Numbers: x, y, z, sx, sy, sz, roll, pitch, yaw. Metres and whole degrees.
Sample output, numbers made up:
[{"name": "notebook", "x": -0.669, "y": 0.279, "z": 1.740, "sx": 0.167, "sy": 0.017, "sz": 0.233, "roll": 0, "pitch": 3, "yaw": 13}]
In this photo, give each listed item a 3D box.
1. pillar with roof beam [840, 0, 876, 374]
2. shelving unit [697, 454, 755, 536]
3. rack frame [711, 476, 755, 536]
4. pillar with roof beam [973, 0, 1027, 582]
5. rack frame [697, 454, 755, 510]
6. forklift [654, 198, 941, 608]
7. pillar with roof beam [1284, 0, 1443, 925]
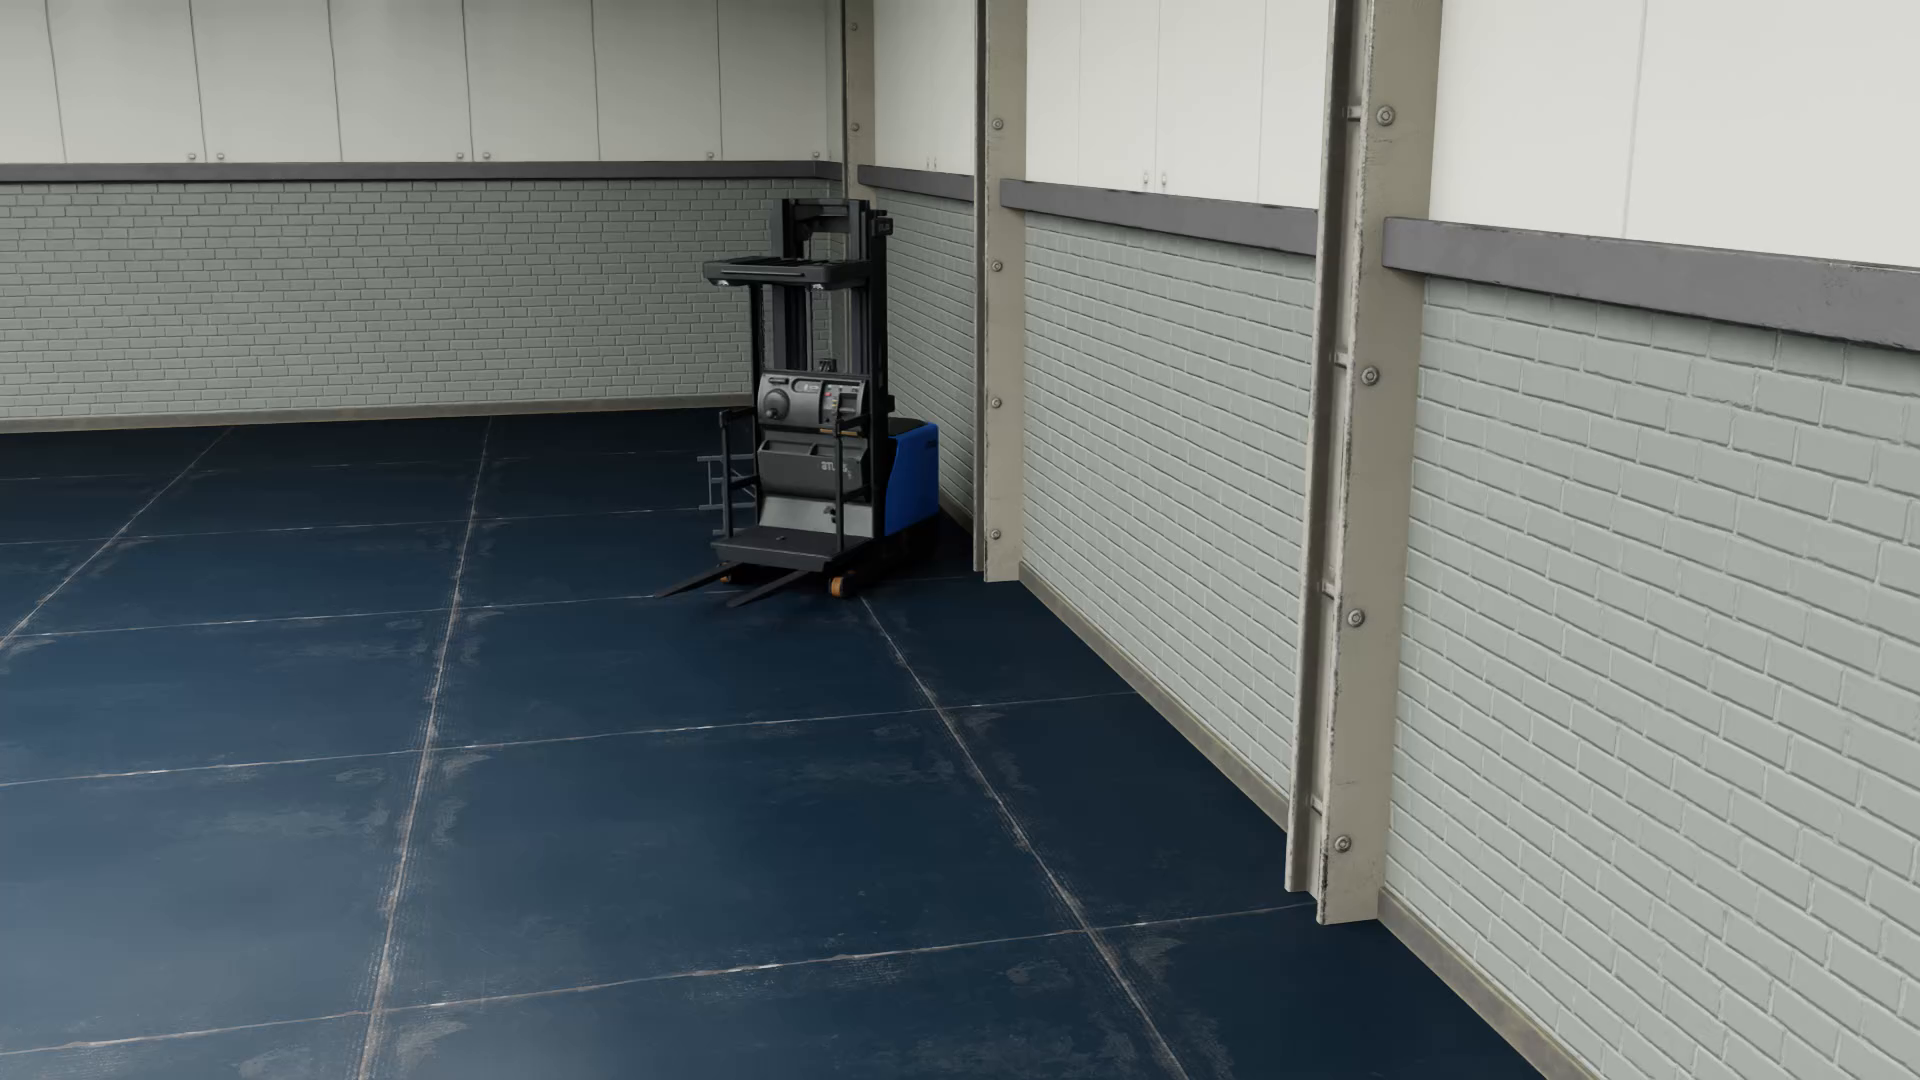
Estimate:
[{"name": "pillar with roof beam", "x": -5.291, "y": -5.239, "z": 16.910, "sx": 9.100, "sy": 9.000, "sz": 0.400, "roll": -3, "pitch": 14, "yaw": -13}, {"name": "shelving unit", "x": -1.539, "y": -0.446, "z": 14.961, "sx": 1.500, "sy": 0.587, "sz": 1.083, "roll": -4, "pitch": 14, "yaw": -15}, {"name": "rack frame", "x": -1.408, "y": -0.332, "z": 14.493, "sx": 1.500, "sy": 0.500, "sz": 0.032, "roll": -4, "pitch": 14, "yaw": -15}, {"name": "pillar with roof beam", "x": -3.881, "y": -3.855, "z": 11.245, "sx": 9.100, "sy": 9.000, "sz": 0.400, "roll": -3, "pitch": 14, "yaw": -13}, {"name": "rack frame", "x": -1.676, "y": -0.565, "z": 15.446, "sx": 1.500, "sy": 0.500, "sz": 0.032, "roll": -4, "pitch": 14, "yaw": -15}, {"name": "forklift", "x": -1.243, "y": -1.101, "z": 12.757, "sx": 1.130, "sy": 2.935, "sz": 3.031, "roll": 6, "pitch": 15, "yaw": 24}, {"name": "pillar with roof beam", "x": -2.472, "y": -2.471, "z": 5.579, "sx": 9.100, "sy": 9.000, "sz": 0.400, "roll": -3, "pitch": 14, "yaw": -13}]
